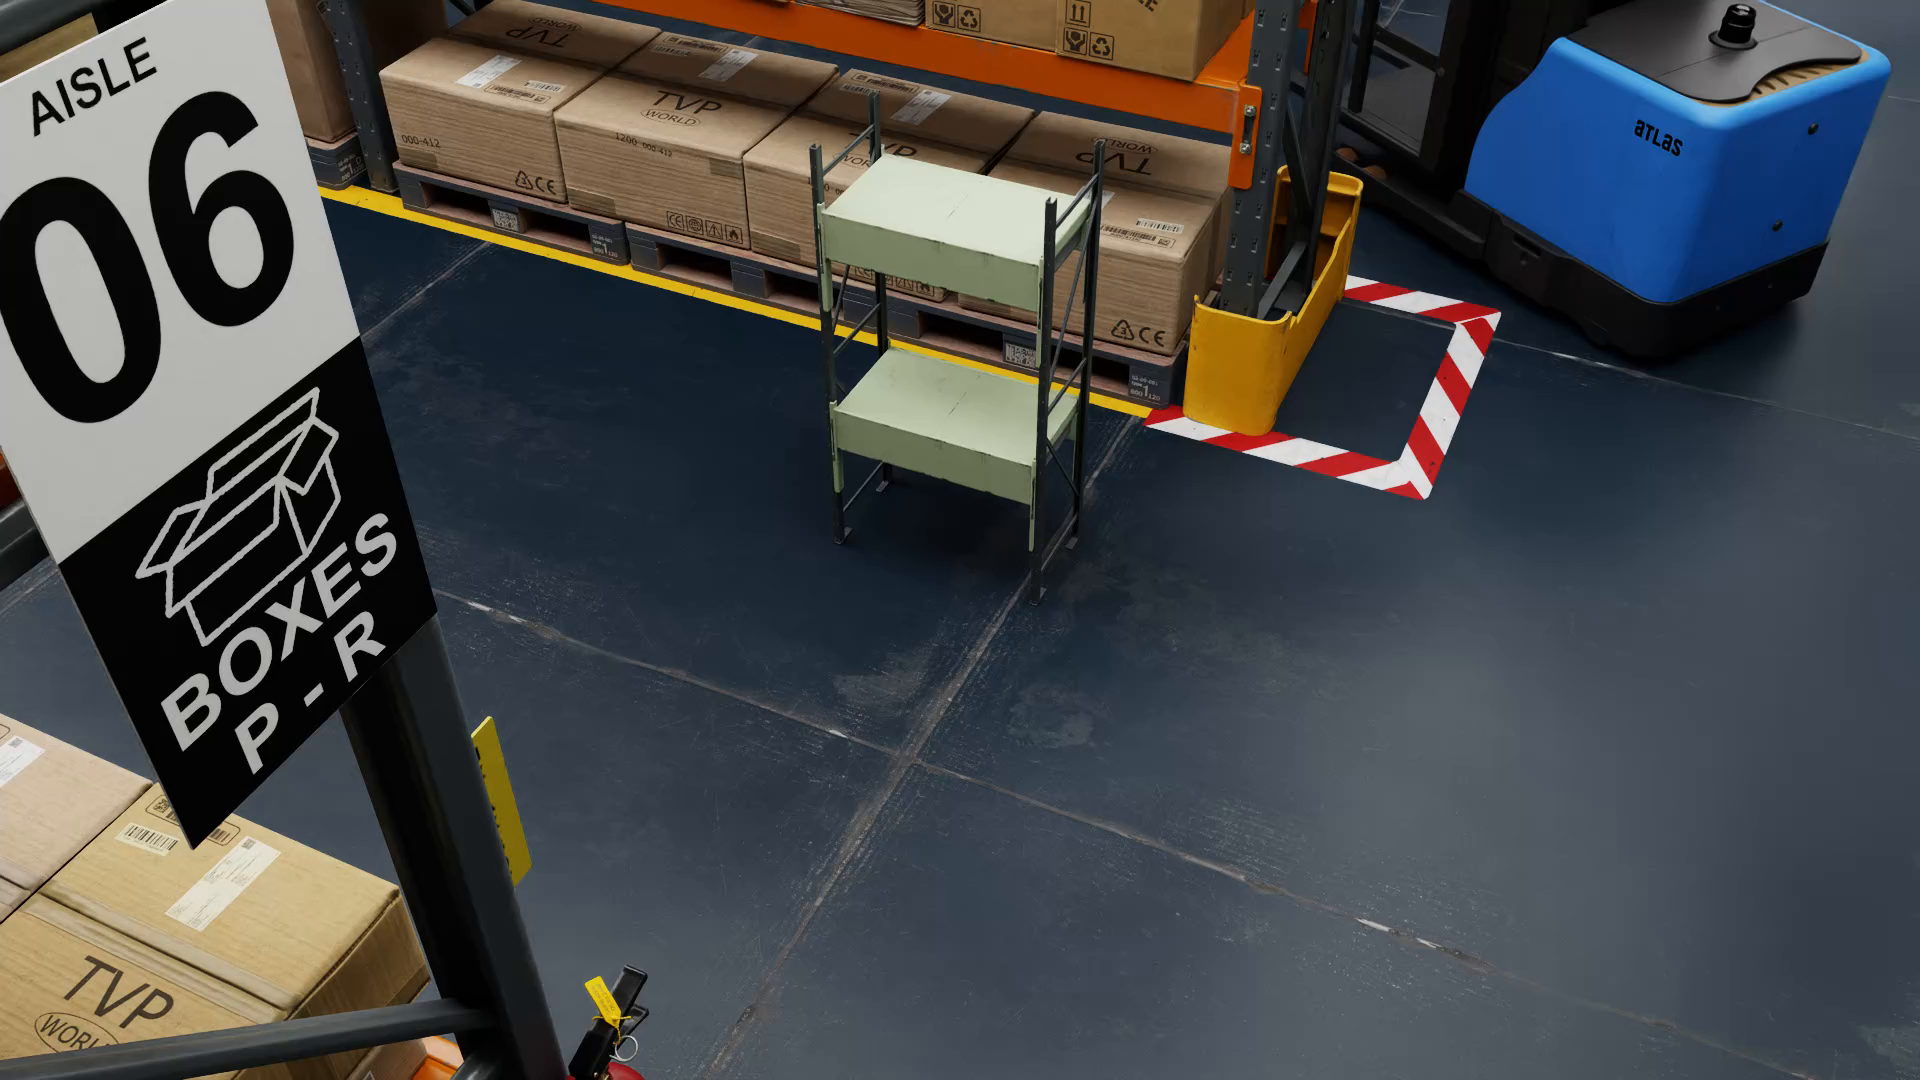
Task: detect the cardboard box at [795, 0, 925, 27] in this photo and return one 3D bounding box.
[{"bbox_3d":[-0.264,-2.204,5.926,0.500,0.500,0.500,18,44,20],"label":"cardboard box"}]

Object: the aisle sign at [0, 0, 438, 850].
[{"bbox_3d":[-0.706,-0.096,1.586,0.004,0.787,0.394,17,44,19],"label":"aisle sign"}]

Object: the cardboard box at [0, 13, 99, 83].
[{"bbox_3d":[-1.178,-0.432,1.556,0.500,0.250,0.500,17,44,18],"label":"cardboard box"}]

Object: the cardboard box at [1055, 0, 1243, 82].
[{"bbox_3d":[0.654,-1.920,5.598,0.500,0.500,0.500,17,44,19],"label":"cardboard box"}]

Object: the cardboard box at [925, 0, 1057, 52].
[{"bbox_3d":[0.206,-2.068,5.769,0.500,0.500,0.500,16,43,18],"label":"cardboard box"}]

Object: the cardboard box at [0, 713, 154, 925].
[{"bbox_3d":[-1.646,0.561,2.700,0.500,0.250,0.500,17,44,19],"label":"cardboard box"}]

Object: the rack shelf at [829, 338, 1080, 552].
[{"bbox_3d":[-0.006,-0.322,5.474,0.720,0.370,0.431,17,44,19],"label":"rack shelf"}]

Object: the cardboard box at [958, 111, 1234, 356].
[{"bbox_3d":[0.563,-1.219,6.502,0.875,0.438,0.875,16,43,17],"label":"cardboard box"}]

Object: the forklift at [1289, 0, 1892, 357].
[{"bbox_3d":[2.318,-2.765,6.703,1.130,2.935,3.031,-21,45,-23],"label":"forklift"}]

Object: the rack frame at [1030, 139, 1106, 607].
[{"bbox_3d":[0.326,-0.467,5.144,0.023,1.500,0.400,17,44,19],"label":"rack frame"}]

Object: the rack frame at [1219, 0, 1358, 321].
[{"bbox_3d":[1.203,-1.905,5.658,0.127,3.000,1.000,17,44,19],"label":"rack frame"}]

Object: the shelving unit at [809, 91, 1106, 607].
[{"bbox_3d":[-0.006,-0.569,5.261,0.755,1.500,0.431,17,44,19],"label":"shelving unit"}]

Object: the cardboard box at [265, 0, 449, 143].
[{"bbox_3d":[-3.017,-2.493,7.638,0.875,0.875,0.875,18,44,20],"label":"cardboard box"}]

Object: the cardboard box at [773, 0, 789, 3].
[{"bbox_3d":[-0.738,-2.339,6.083,0.500,0.500,0.500,18,44,20],"label":"cardboard box"}]

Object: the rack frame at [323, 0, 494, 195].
[{"bbox_3d":[-2.421,-3.013,6.936,0.127,3.000,1.000,17,44,19],"label":"rack frame"}]

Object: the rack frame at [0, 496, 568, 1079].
[{"bbox_3d":[-0.892,1.042,2.258,0.127,3.000,1.000,17,44,19],"label":"rack frame"}]

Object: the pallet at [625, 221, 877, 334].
[{"bbox_3d":[-0.656,-1.365,7.164,1.213,0.211,1.003,17,44,19],"label":"pallet"}]

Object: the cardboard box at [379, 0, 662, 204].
[{"bbox_3d":[-1.898,-1.966,7.364,0.875,0.438,0.875,16,44,18],"label":"cardboard box"}]

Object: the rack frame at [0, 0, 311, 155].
[{"bbox_3d":[-0.892,-1.225,0.293,0.127,3.000,1.000,17,44,19],"label":"rack frame"}]

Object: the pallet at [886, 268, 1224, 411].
[{"bbox_3d":[0.446,-1.027,6.773,1.213,0.211,1.003,17,44,19],"label":"pallet"}]

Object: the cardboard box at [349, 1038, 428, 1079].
[{"bbox_3d":[-1.074,0.883,2.633,0.250,0.149,0.380,17,44,18],"label":"cardboard box"}]

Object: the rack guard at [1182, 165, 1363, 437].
[{"bbox_3d":[1.225,-0.954,6.469,0.348,0.500,1.175,17,44,19],"label":"rack guard"}]

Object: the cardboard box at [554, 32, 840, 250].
[{"bbox_3d":[-1.086,-1.718,7.078,0.875,0.438,0.875,16,43,17],"label":"cardboard box"}]

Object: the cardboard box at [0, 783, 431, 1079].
[{"bbox_3d":[-1.189,0.701,2.539,0.500,0.250,0.500,17,44,19],"label":"cardboard box"}]

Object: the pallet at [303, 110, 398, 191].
[{"bbox_3d":[-3.153,-2.128,8.044,1.213,0.211,1.003,17,44,19],"label":"pallet"}]

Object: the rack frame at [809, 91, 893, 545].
[{"bbox_3d":[-0.338,-0.670,5.378,0.023,1.500,0.400,17,44,19],"label":"rack frame"}]

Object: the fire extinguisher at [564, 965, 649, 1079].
[{"bbox_3d":[-0.563,0.978,2.675,0.183,0.674,0.296,17,44,19],"label":"fire extinguisher"}]

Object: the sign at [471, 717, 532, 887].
[{"bbox_3d":[-0.663,0.393,2.346,0.005,0.325,0.100,17,44,19],"label":"sign"}]

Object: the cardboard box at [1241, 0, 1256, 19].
[{"bbox_3d":[0.890,-2.246,5.975,0.500,0.500,0.500,17,44,18],"label":"cardboard box"}]

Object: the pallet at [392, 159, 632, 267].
[{"bbox_3d":[-1.765,-1.702,7.553,1.213,0.211,1.003,17,44,19],"label":"pallet"}]

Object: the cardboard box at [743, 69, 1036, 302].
[{"bbox_3d":[-0.270,-1.468,6.789,0.875,0.438,0.875,18,44,20],"label":"cardboard box"}]

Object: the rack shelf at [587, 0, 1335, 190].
[{"bbox_3d":[-0.609,-2.187,6.533,4.000,0.370,1.077,17,44,19],"label":"rack shelf"}]

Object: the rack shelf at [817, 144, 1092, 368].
[{"bbox_3d":[-0.006,-0.863,5.005,0.720,0.370,0.431,17,44,19],"label":"rack shelf"}]

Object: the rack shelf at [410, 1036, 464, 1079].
[{"bbox_3d":[-2.704,0.760,3.132,4.000,0.370,1.077,17,44,19],"label":"rack shelf"}]

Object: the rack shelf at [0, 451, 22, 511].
[{"bbox_3d":[-2.704,-0.374,2.150,4.000,0.370,1.077,17,44,19],"label":"rack shelf"}]
